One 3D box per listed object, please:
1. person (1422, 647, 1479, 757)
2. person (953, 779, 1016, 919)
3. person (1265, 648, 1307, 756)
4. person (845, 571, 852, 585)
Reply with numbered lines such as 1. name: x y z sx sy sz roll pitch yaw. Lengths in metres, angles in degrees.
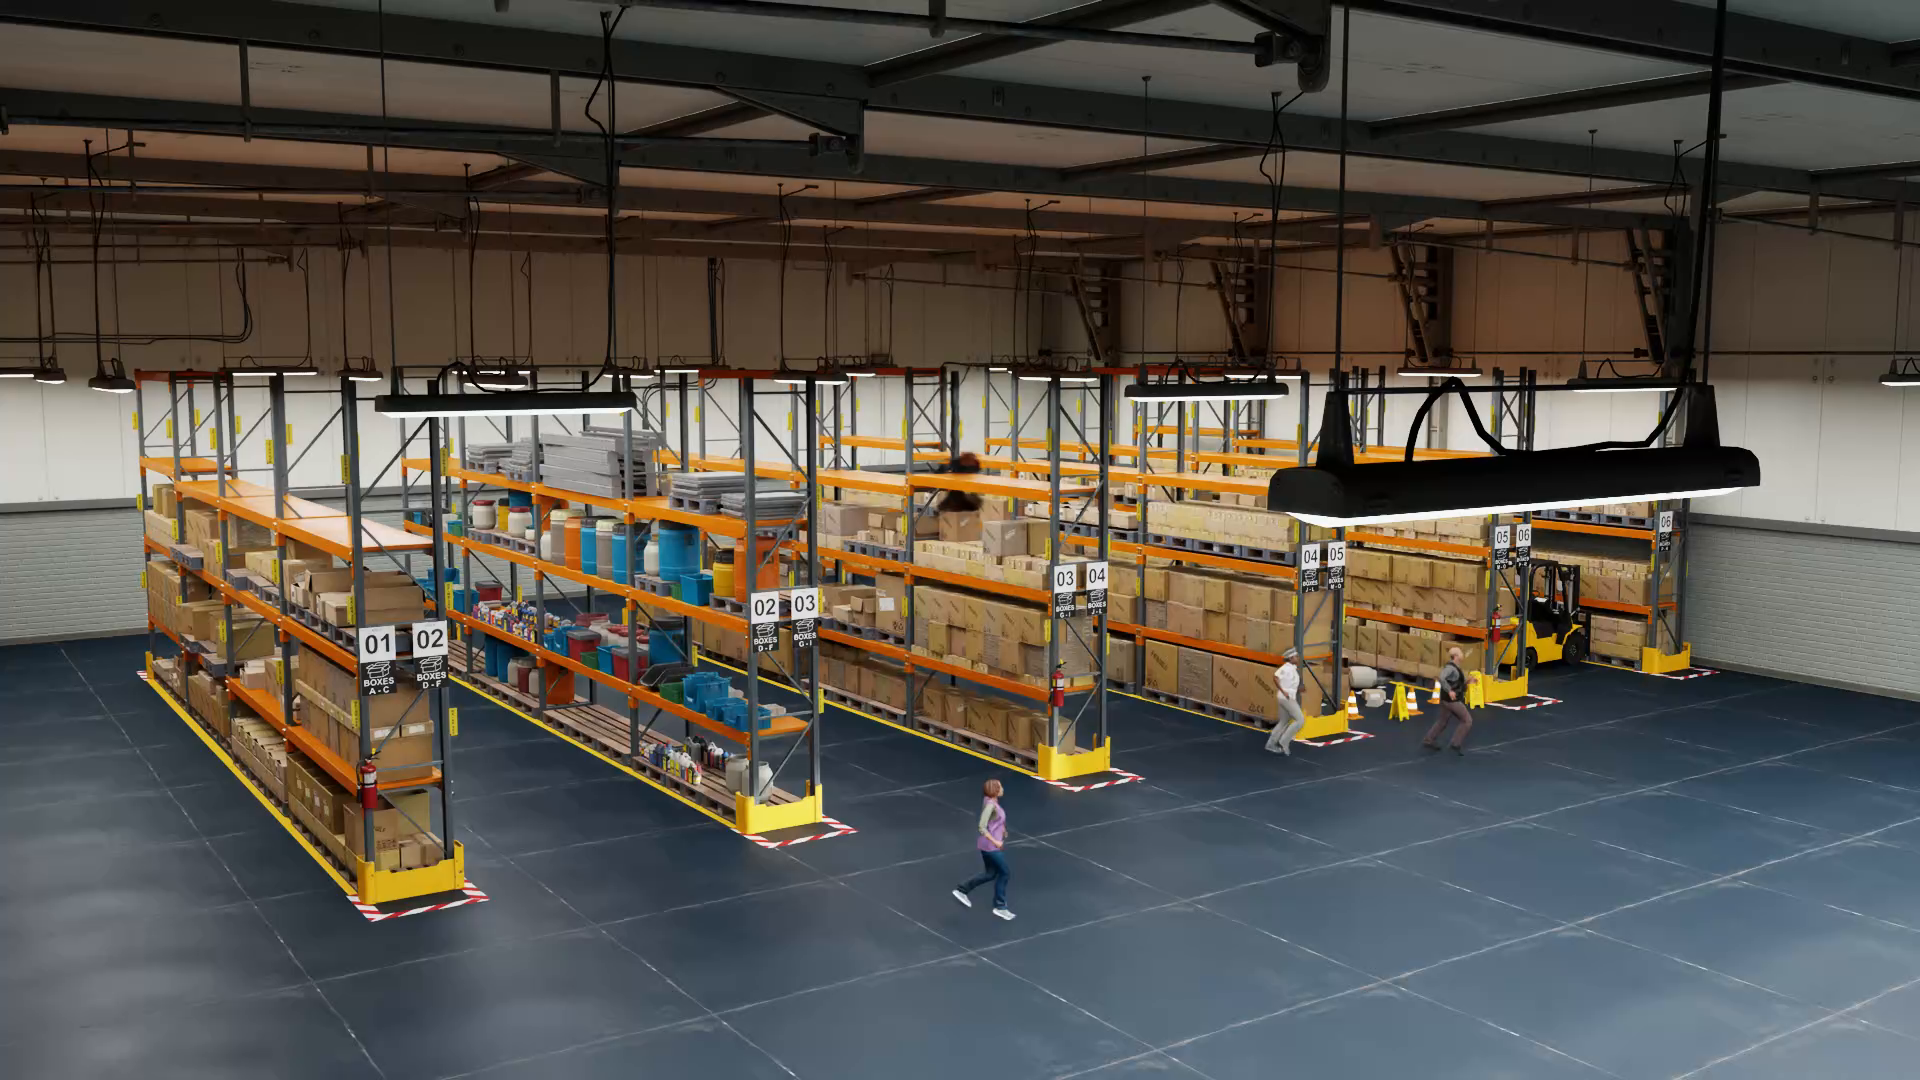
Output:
1. person: 7.704 2.548 26.075 0.824 1.747 0.688 1 7 10
2. person: 0.271 3.456 18.612 0.715 1.615 0.566 0 6 -2
3. person: 5.167 2.539 26.333 0.629 1.672 0.601 1 7 11
4. person: -2.825 0.705 43.107 0.538 1.557 0.548 4 8 33
